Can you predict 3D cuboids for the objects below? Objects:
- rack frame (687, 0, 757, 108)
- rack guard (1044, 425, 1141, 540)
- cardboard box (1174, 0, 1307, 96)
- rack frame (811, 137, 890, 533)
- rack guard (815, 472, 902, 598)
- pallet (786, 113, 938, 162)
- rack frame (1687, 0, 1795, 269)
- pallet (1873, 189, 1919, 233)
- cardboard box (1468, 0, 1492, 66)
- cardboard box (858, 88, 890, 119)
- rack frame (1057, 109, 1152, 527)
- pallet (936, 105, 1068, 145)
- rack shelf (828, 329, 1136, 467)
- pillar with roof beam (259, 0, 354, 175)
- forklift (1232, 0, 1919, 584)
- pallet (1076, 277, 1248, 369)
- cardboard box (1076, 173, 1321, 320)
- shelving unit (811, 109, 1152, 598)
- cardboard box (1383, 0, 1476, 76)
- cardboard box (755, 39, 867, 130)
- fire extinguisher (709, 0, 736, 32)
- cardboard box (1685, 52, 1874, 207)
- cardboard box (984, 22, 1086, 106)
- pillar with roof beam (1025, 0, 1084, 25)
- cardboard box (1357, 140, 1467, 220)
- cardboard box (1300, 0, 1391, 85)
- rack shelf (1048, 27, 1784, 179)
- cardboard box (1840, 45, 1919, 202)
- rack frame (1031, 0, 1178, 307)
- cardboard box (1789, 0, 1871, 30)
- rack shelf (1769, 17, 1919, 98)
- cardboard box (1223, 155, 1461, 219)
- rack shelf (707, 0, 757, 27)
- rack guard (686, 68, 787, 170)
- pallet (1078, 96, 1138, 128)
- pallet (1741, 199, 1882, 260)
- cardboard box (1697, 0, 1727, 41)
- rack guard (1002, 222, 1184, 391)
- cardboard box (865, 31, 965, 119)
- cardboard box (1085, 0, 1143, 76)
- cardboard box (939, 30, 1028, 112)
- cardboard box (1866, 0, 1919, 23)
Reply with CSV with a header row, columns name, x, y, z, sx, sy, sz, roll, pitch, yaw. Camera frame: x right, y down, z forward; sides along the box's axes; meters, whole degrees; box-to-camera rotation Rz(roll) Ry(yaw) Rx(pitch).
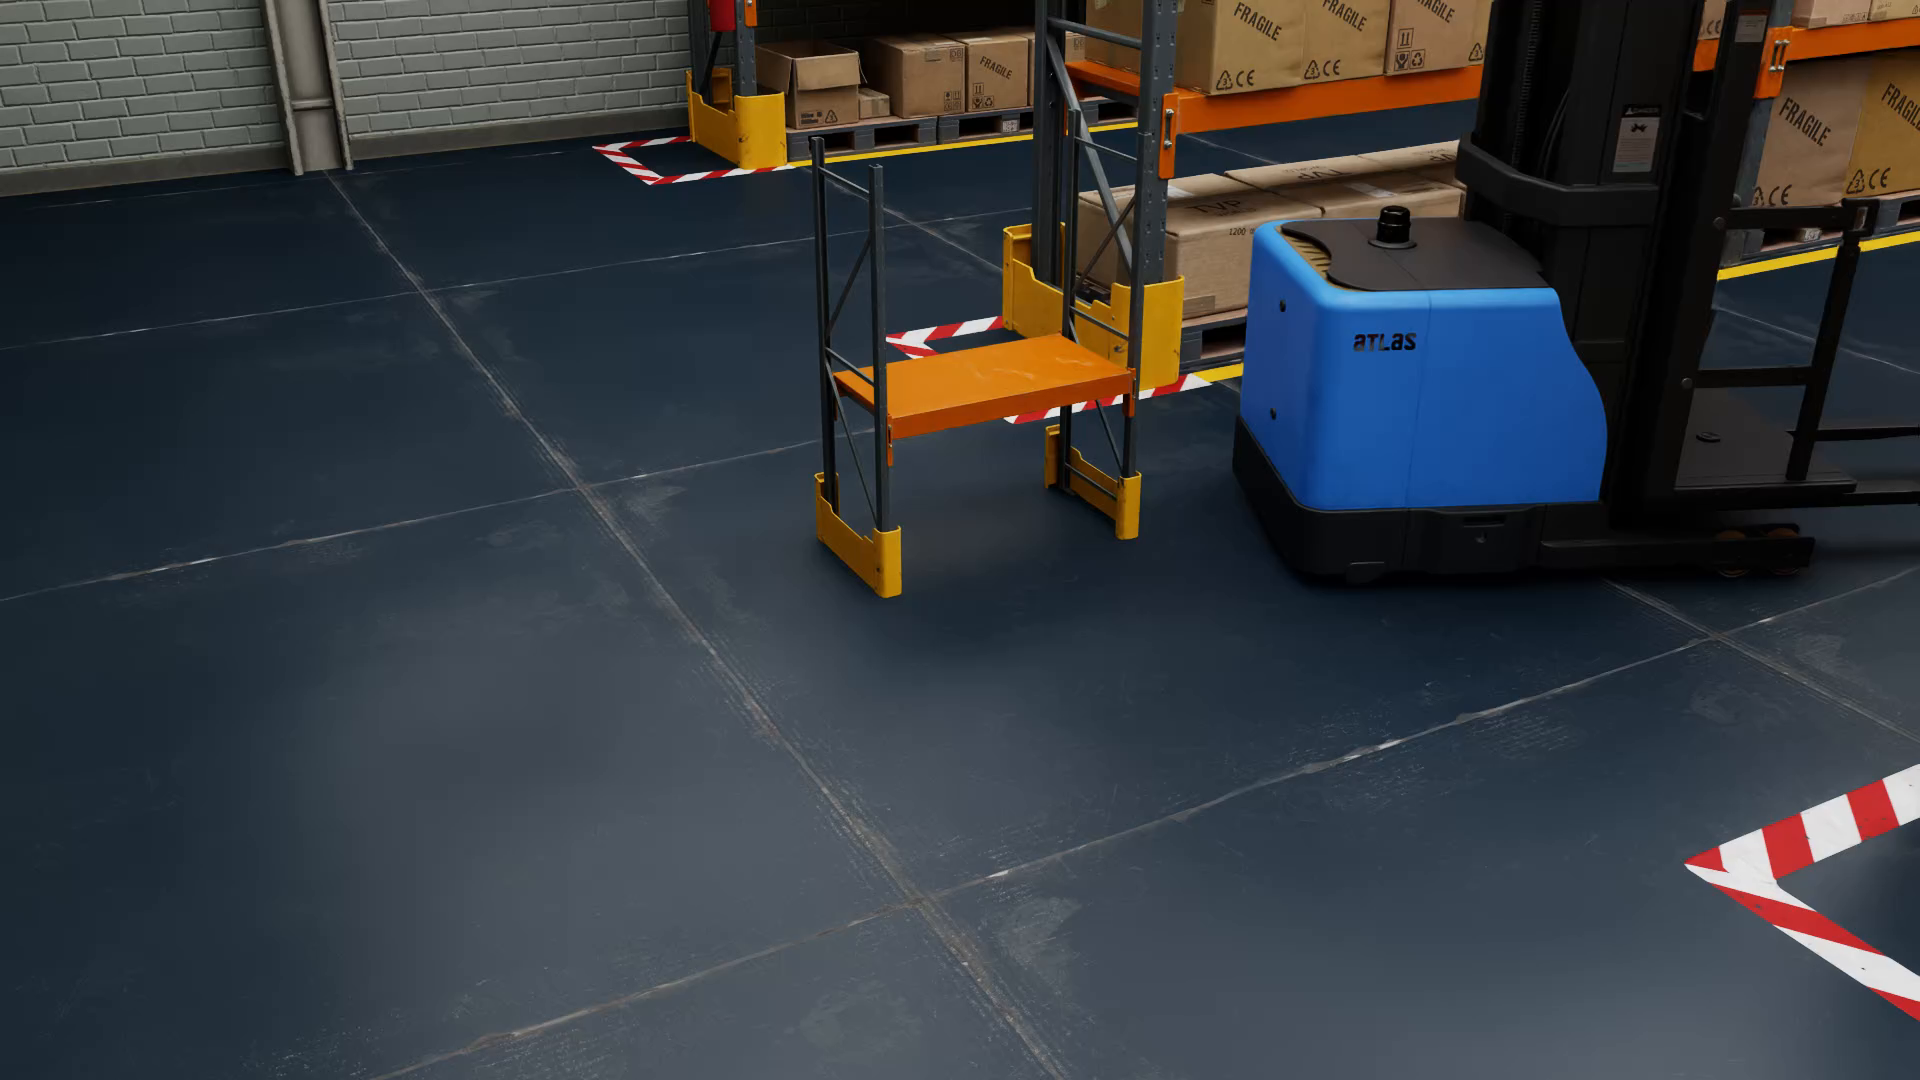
name,x,y,z,sx,sy,sz,roll,pitch,yaw
rack frame,-1.696,-4.178,11.487,0.127,3.000,1.000,-13,29,-25
rack guard,0.507,-0.230,6.439,0.087,0.250,0.587,-13,29,-25
cardboard box,1.202,-2.317,7.494,0.500,0.500,0.500,-13,29,-25
rack frame,-0.373,-0.590,5.746,0.032,1.500,0.500,-13,29,-25
rack guard,-0.372,-0.027,6.017,0.087,0.250,0.587,-13,29,-25
pallet,-0.926,-3.099,12.462,1.213,0.211,1.003,-13,29,-25
rack frame,4.172,-3.098,9.237,0.127,3.000,1.000,-13,29,-25
pallet,5.896,-2.277,10.749,1.213,0.211,1.003,-13,29,-25
cardboard box,2.526,-2.635,8.158,0.500,0.500,0.500,-12,28,-23
cardboard box,-0.719,-3.242,12.346,0.250,0.149,0.380,-14,29,-27
rack frame,0.524,-0.797,6.177,0.032,1.500,0.500,-13,29,-25
pallet,0.149,-3.346,12.976,1.213,0.211,1.003,-13,29,-25
rack shelf,0.075,-0.531,6.039,1.000,0.185,0.538,-13,29,-25
pillar with roof beam,-2.474,-5.034,6.337,0.400,9.000,9.100,-13,29,-25
forklift,2.639,-1.414,5.808,3.031,2.935,1.130,-2,26,-4
pallet,1.312,-1.219,8.545,1.213,0.211,1.003,-13,29,-25
cardboard box,1.178,-1.490,8.363,0.875,0.438,0.875,-14,29,-27
shelving unit,0.067,-0.692,5.958,1.083,1.500,0.587,-13,29,-25
cardboard box,2.092,-2.527,7.932,0.500,0.500,0.500,-13,29,-25
cardboard box,-1.112,-3.331,12.120,0.637,0.503,0.797,-14,29,-27
fire extinguisher,-1.608,-3.769,11.154,0.183,0.674,0.296,-13,29,-25
cardboard box,4.682,-2.486,9.933,0.875,0.875,0.875,-12,28,-24
cardboard box,0.577,-3.700,12.893,0.500,0.500,0.700,-14,29,-27
pillar with roof beam,2.821,-6.256,8.882,0.400,9.000,9.100,-13,29,-25
cardboard box,2.778,-1.863,9.139,0.875,0.438,0.875,-14,29,-27
cardboard box,1.635,-2.430,7.731,0.500,0.500,0.500,-13,29,-26
rack shelf,2.408,-2.366,8.544,4.000,0.370,1.077,-13,29,-25
cardboard box,5.475,-2.673,10.322,0.875,0.875,0.875,-12,28,-24
rack frame,0.643,-2.283,7.540,0.127,3.000,1.000,-13,29,-25
cardboard box,4.685,-3.019,9.246,0.500,0.250,0.500,-14,29,-26
rack shelf,5.937,-3.181,10.241,4.000,0.370,1.077,-13,29,-25
cardboard box,1.982,-1.680,8.758,0.875,0.438,0.875,-12,28,-24
rack shelf,0.069,-4.261,12.491,4.000,0.370,1.077,-13,29,-25
rack guard,-1.629,-3.067,12.060,0.348,0.500,1.175,-13,29,-25
pallet,1.227,-3.596,13.497,1.213,0.211,1.003,-13,29,-25
pallet,4.818,-2.027,10.228,1.213,0.211,1.003,-13,29,-25
cardboard box,3.883,-2.951,8.815,0.500,0.500,0.500,-13,28,-25
rack guard,0.622,-1.152,8.071,0.348,0.500,1.175,-13,29,-25
cardboard box,-0.339,-3.488,12.453,0.500,0.500,0.700,-12,28,-23
cardboard box,0.944,-2.528,7.934,0.500,0.500,0.500,-13,28,-25
cardboard box,0.174,-3.558,12.598,0.500,0.500,0.500,-12,28,-24
cardboard box,5.141,-3.125,9.467,0.500,0.250,0.500,-14,29,-26
